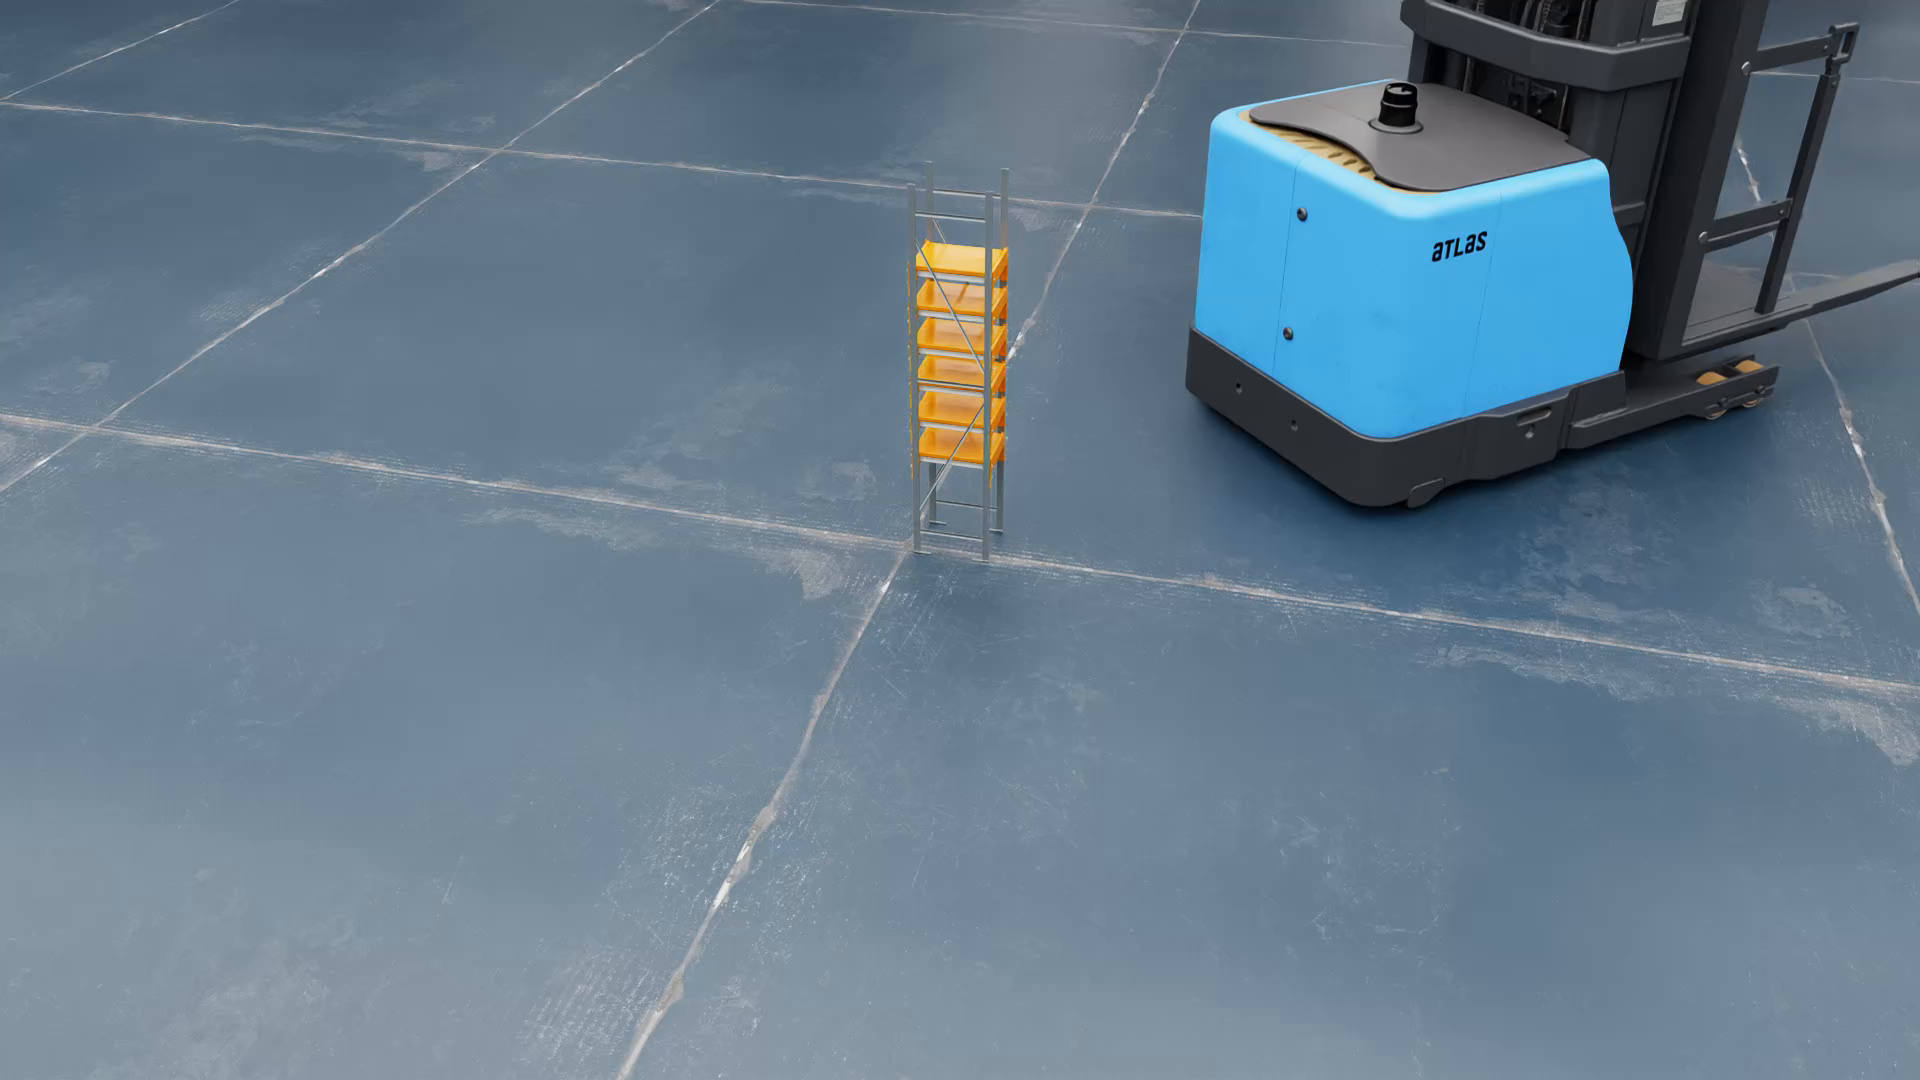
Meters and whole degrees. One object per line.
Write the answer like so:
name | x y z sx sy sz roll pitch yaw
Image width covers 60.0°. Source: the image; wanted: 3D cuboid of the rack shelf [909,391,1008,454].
rack shelf | -0.004 -0.360 5.005 0.258 0.103 0.180 8 33 12

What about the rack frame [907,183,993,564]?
rack frame | -0.027 -0.451 4.842 0.240 1.200 0.006 8 33 12

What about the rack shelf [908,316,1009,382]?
rack shelf | -0.004 -0.563 4.876 0.258 0.103 0.180 8 33 12

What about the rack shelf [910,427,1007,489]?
rack shelf | -0.004 -0.259 5.069 0.258 0.103 0.180 8 33 12

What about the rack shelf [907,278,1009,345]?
rack shelf | -0.004 -0.664 4.811 0.258 0.103 0.180 8 33 12

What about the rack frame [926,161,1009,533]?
rack frame | 0.020 -0.546 4.991 0.240 1.200 0.006 8 33 12

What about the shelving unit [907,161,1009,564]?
shelving unit | -0.004 -0.499 4.916 0.258 1.200 0.189 8 33 12

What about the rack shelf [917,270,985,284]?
rack shelf | -0.004 -0.782 4.736 0.199 0.020 0.166 8 33 12

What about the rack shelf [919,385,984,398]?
rack shelf | -0.004 -0.478 4.929 0.199 0.020 0.166 8 33 12

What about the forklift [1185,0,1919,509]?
forklift | 2.353 -1.860 5.526 3.031 2.843 1.129 -16 36 -24
